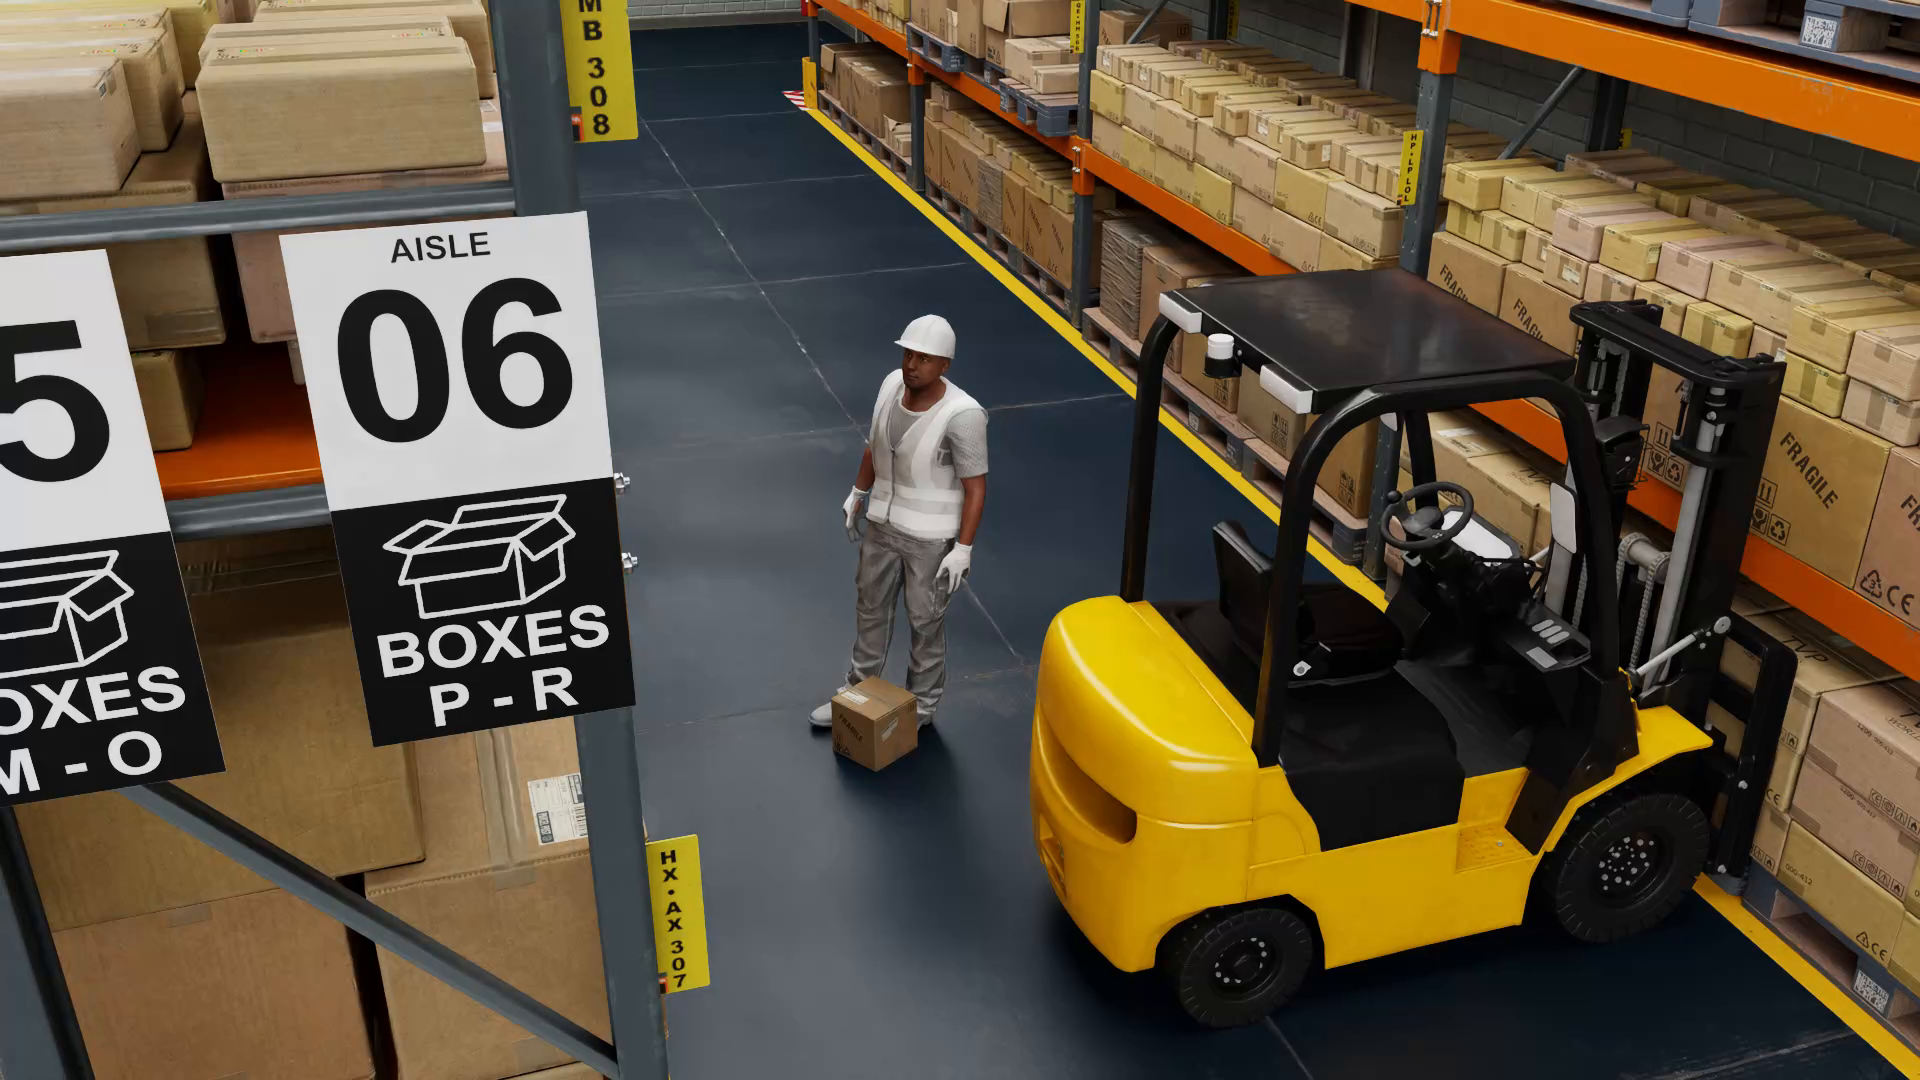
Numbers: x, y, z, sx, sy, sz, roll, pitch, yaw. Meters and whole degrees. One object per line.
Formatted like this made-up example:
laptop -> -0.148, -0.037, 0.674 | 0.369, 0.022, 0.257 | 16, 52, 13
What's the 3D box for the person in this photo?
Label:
person -> -0.238, -0.021, 6.612 | 0.657, 1.783, 0.576 | 22, 34, 38
